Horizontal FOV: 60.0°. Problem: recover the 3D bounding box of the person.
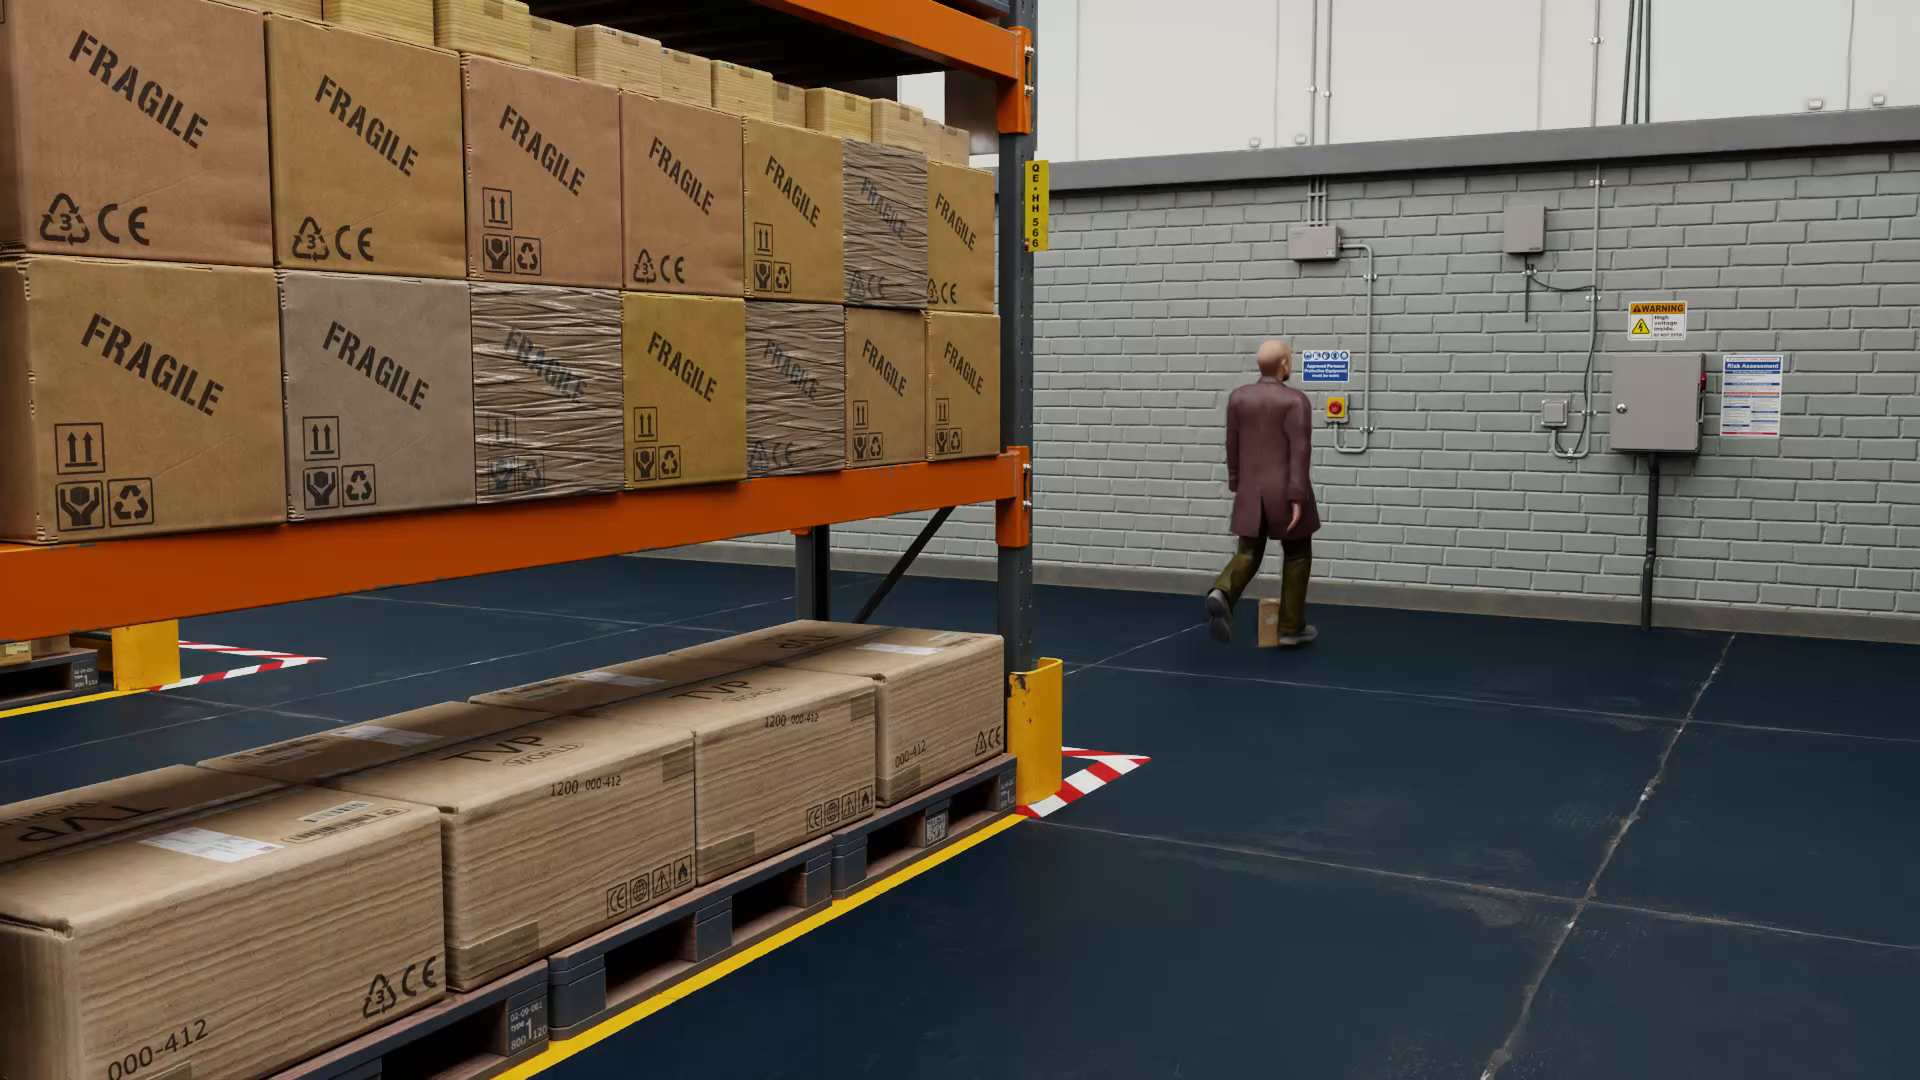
[{"bbox_3d":[1.732,-0.260,9.445,0.595,1.745,0.921,4,7,37],"label":"person"}]
